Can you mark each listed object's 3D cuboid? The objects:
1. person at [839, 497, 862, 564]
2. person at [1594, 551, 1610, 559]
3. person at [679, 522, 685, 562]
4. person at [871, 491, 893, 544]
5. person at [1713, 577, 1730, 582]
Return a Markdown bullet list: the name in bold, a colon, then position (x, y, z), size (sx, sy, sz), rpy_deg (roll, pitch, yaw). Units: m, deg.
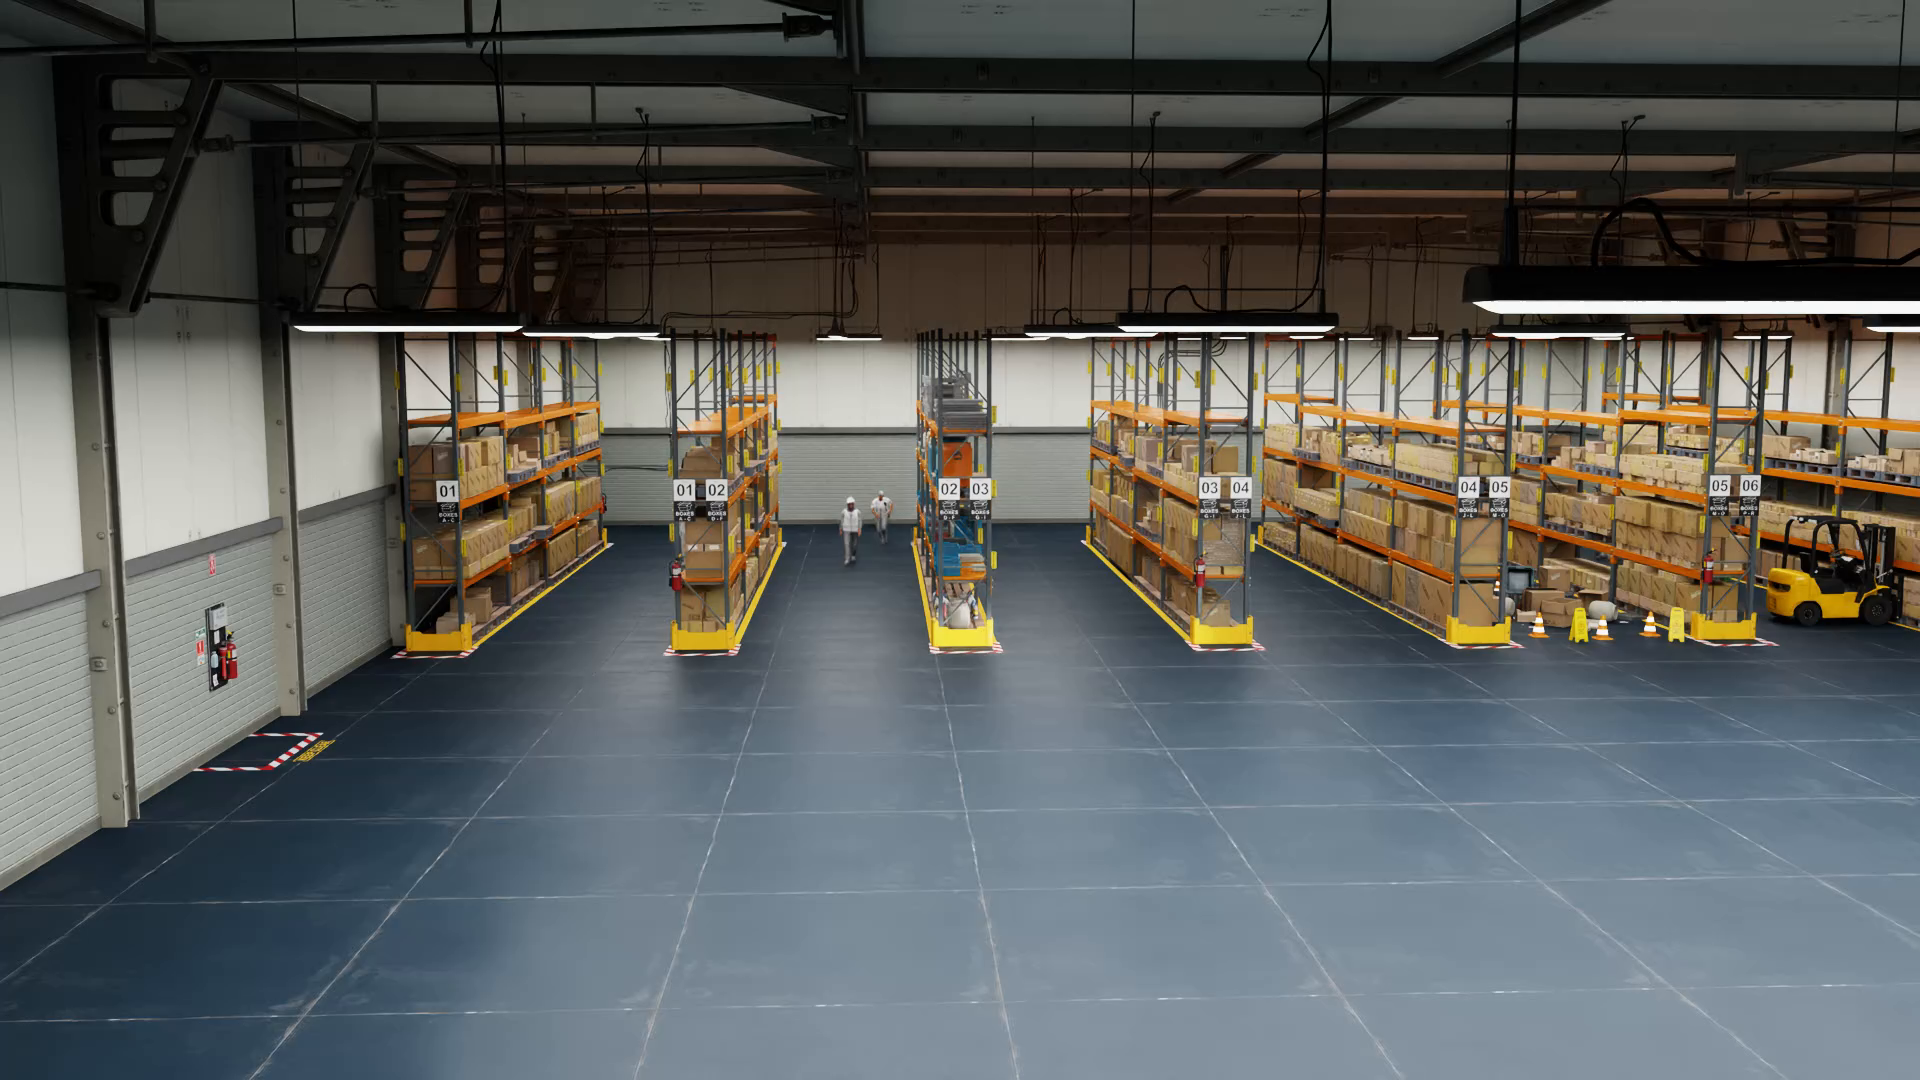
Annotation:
- **person**: position (-2.841, -0.258, 43.340), size (0.589, 1.707, 1.081), rpy_deg (-1, 7, -8)
- **person**: position (17.133, -0.315, 44.240), size (0.472, 1.696, 0.479), rpy_deg (-4, 8, -33)
- **person**: position (-7.108, -0.228, 43.322), size (0.559, 1.572, 0.833), rpy_deg (-1, 7, -6)
- **person**: position (-2.217, -0.648, 47.466), size (0.613, 1.572, 0.759), rpy_deg (1, 7, 10)
- **person**: position (16.641, 0.584, 36.303), size (0.501, 1.822, 0.545), rpy_deg (-1, 7, -8)
